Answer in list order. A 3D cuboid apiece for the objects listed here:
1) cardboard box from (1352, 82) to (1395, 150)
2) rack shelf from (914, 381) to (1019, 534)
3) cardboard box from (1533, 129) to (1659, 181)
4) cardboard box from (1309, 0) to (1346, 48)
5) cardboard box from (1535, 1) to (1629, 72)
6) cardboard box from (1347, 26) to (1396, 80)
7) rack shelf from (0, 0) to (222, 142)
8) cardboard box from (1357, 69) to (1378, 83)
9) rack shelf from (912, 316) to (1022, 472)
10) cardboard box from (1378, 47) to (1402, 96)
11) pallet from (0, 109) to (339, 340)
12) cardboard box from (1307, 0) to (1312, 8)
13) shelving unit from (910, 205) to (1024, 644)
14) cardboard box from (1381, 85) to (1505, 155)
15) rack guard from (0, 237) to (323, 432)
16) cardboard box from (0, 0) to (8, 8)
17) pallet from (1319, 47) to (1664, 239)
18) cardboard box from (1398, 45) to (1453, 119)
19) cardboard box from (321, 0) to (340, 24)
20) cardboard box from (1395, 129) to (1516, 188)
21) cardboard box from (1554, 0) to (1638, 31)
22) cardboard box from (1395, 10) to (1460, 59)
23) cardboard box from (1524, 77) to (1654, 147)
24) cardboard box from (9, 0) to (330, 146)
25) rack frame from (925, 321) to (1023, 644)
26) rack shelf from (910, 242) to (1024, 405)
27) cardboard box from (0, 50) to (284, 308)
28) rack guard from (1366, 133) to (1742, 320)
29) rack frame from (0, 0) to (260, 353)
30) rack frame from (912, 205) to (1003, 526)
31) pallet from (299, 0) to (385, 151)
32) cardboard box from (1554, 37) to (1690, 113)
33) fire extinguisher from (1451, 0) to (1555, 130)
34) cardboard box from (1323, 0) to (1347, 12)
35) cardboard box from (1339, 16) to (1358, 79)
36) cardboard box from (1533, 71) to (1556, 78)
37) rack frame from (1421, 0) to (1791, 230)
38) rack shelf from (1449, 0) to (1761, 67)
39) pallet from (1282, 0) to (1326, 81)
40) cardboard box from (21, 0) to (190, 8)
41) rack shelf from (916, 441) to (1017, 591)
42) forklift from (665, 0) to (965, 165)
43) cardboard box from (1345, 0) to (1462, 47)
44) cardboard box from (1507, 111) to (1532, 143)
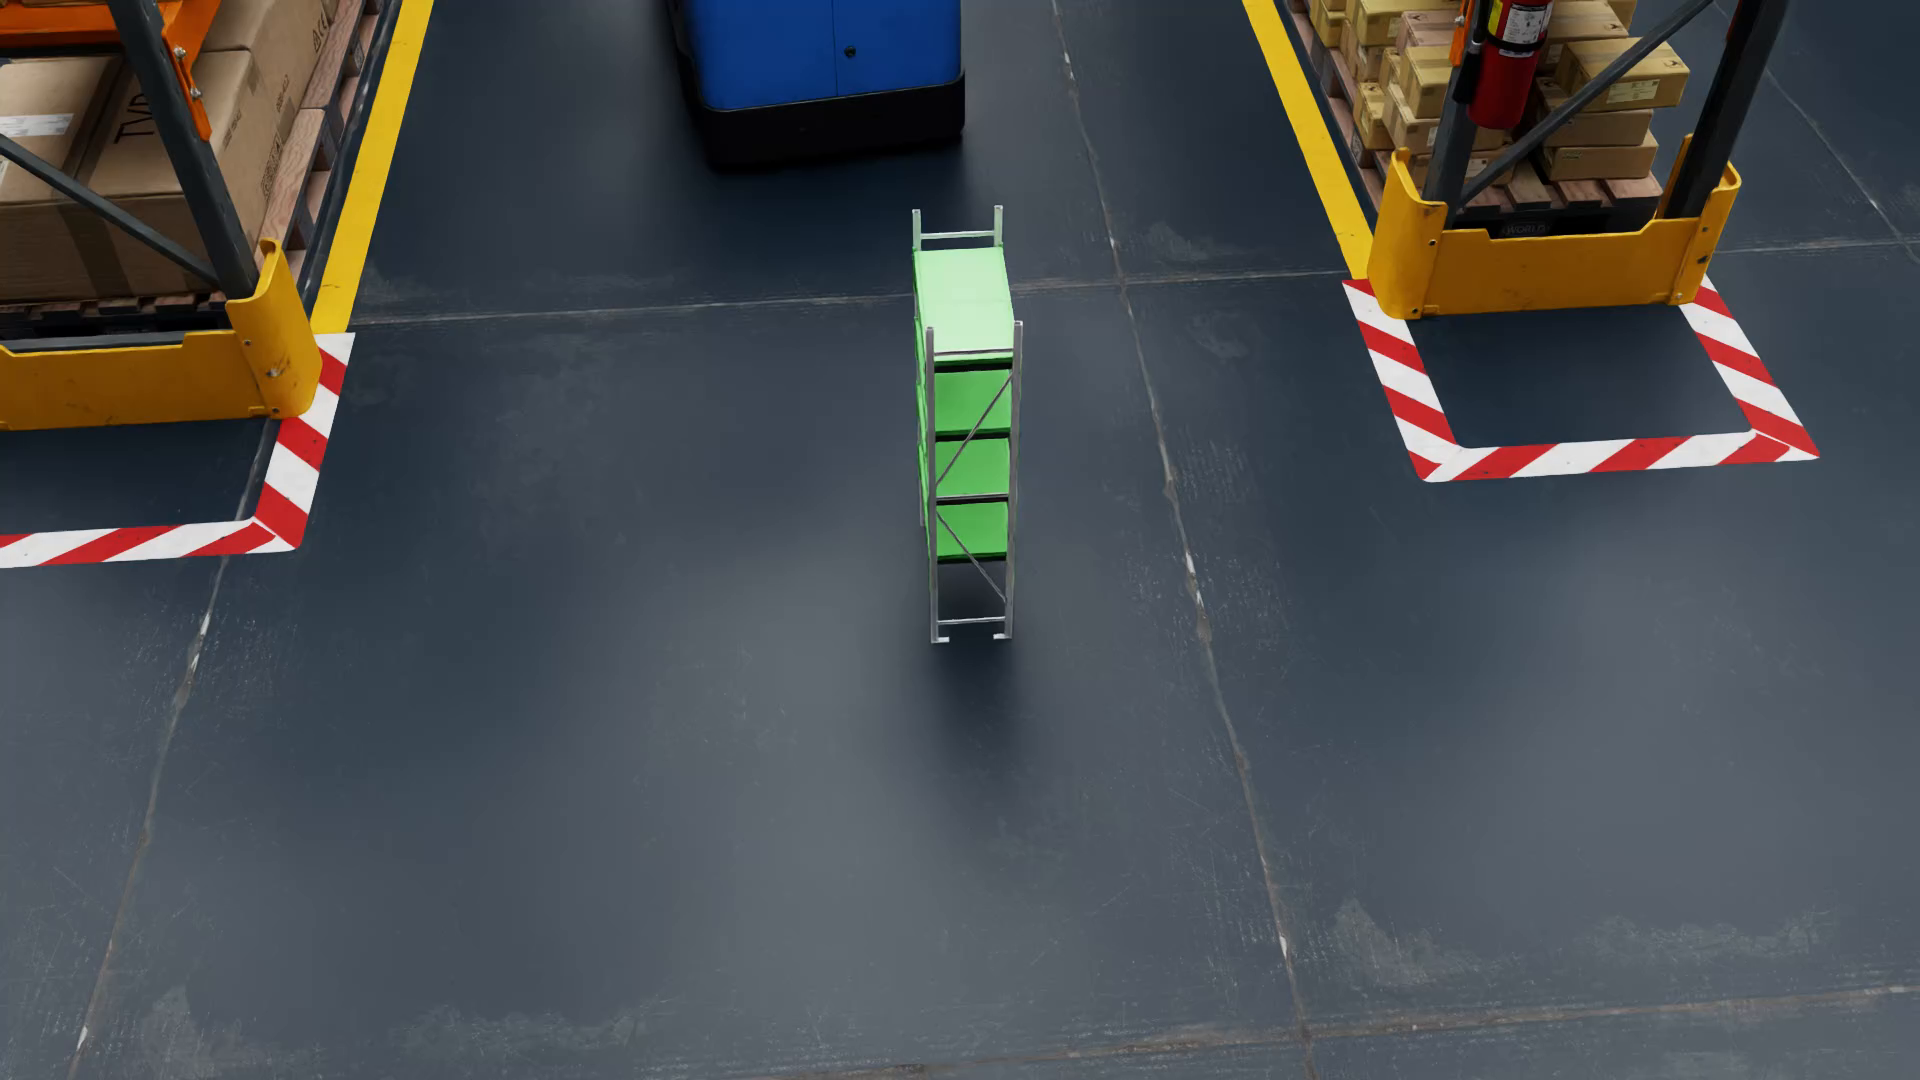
[{"bbox_3d":[1.738,-1.640,6.411,0.380,0.149,0.250,-2,47,-2],"label":"cardboard box"},{"bbox_3d":[0.014,-0.249,4.747,0.258,0.148,0.480,-3,47,-3],"label":"rack shelf"},{"bbox_3d":[2.387,-1.490,6.270,0.380,0.149,0.250,-3,47,-2],"label":"cardboard box"},{"bbox_3d":[1.684,-2.195,6.937,0.380,0.149,0.250,-5,47,-5],"label":"cardboard box"},{"bbox_3d":[2.264,-1.888,6.237,0.380,0.149,0.250,-3,47,-3],"label":"cardboard box"},{"bbox_3d":[1.738,-1.934,6.485,0.380,0.149,0.250,-5,47,-5],"label":"cardboard box"},{"bbox_3d":[-2.980,-2.753,6.287,1.077,0.370,4.000,-3,47,-3],"label":"rack shelf"},{"bbox_3d":[1.801,-1.836,6.597,0.380,0.149,0.250,-4,47,-3],"label":"cardboard box"},{"bbox_3d":[0.014,-0.414,4.573,0.258,0.148,0.480,-3,47,-3],"label":"rack shelf"},{"bbox_3d":[1.815,-1.751,6.312,0.380,0.149,0.250,-4,47,-4],"label":"cardboard box"},{"bbox_3d":[-2.957,-1.168,6.211,1.003,0.211,1.213,-3,47,-3],"label":"pallet"},{"bbox_3d":[1.681,-2.394,7.125,0.380,0.149,0.250,-3,47,-3],"label":"cardboard box"},{"bbox_3d":[0.014,-0.293,4.701,0.258,1.200,0.503,-3,47,-3],"label":"shelving unit"},{"bbox_3d":[1.783,-1.558,6.129,0.380,0.149,0.250,-5,47,-4],"label":"cardboard box"},{"bbox_3d":[-2.810,-0.677,5.546,1.175,0.500,0.348,-3,47,-3],"label":"rack guard"},{"bbox_3d":[-3.116,-1.921,4.934,0.500,0.500,0.500,-3,47,-3],"label":"cardboard box"},{"bbox_3d":[2.073,-1.614,6.633,1.003,0.211,1.213,-3,47,-3],"label":"pallet"},{"bbox_3d":[1.815,-1.664,6.024,0.380,0.149,0.250,-3,47,-3],"label":"cardboard box"},{"bbox_3d":[-3.126,-2.602,7.124,0.875,0.438,0.875,-5,47,-4],"label":"cardboard box"},{"bbox_3d":[1.860,-1.460,6.241,0.380,0.149,0.250,-3,47,-3],"label":"cardboard box"},{"bbox_3d":[2.370,-2.078,6.417,0.380,0.149,0.250,-4,47,-3],"label":"cardboard box"},{"bbox_3d":[1.851,-1.849,6.200,0.380,0.149,0.250,-3,47,-3],"label":"cardboard box"},{"bbox_3d":[2.324,-1.589,6.158,0.380,0.149,0.250,-2,47,-2],"label":"cardboard box"},{"bbox_3d":[-3.052,-1.950,6.506,0.875,0.438,0.875,-2,47,-2],"label":"cardboard box"},{"bbox_3d":[0.034,-0.116,4.534,0.240,1.200,0.015,-3,47,-3],"label":"rack frame"},{"bbox_3d":[0.014,-0.579,4.399,0.258,0.148,0.480,-3,47,-3],"label":"rack shelf"},{"bbox_3d":[-2.967,-1.288,5.880,0.875,0.438,0.875,-5,47,-5],"label":"cardboard box"},{"bbox_3d":[2.106,-1.123,5.969,1.175,0.500,0.348,-3,47,-3],"label":"rack guard"},{"bbox_3d":[-2.812,-1.553,4.655,1.000,3.000,0.127,-3,47,-3],"label":"rack frame"},{"bbox_3d":[-0.007,-0.469,4.868,0.240,1.200,0.015,-3,47,-3],"label":"rack frame"},{"bbox_3d":[-3.056,-2.049,7.045,1.003,0.211,1.213,-3,47,-3],"label":"pallet"},{"bbox_3d":[2.407,-1.696,6.055,0.380,0.149,0.250,-5,47,-5],"label":"cardboard box"},{"bbox_3d":[1.673,-1.562,4.974,0.296,0.674,0.183,-3,47,-3],"label":"fire extinguisher"},{"bbox_3d":[1.682,-2.308,6.839,0.380,0.149,0.250,-3,47,-3],"label":"cardboard box"},{"bbox_3d":[1.768,-2.014,6.766,0.380,0.149,0.250,-3,47,-3],"label":"cardboard box"},{"bbox_3d":[2.357,-1.790,6.349,0.380,0.149,0.250,-4,47,-3],"label":"cardboard box"},{"bbox_3d":[2.112,-1.927,5.010,1.000,3.000,0.127,-3,47,-3],"label":"rack frame"},{"bbox_3d":[1.945,-3.127,6.641,1.077,0.370,4.000,-3,47,-3],"label":"rack shelf"},{"bbox_3d":[1.974,-2.494,7.467,1.003,0.211,1.213,-3,47,-3],"label":"pallet"},{"bbox_3d":[-2.566,-1.953,4.964,0.500,0.500,0.500,-4,47,-4],"label":"cardboard box"},{"bbox_3d":[0.014,-0.084,4.922,0.258,0.148,0.480,-3,47,-3],"label":"rack shelf"},{"bbox_3d":[-0.809,-3.577,6.619,1.130,2.935,3.031,-9,47,-9],"label":"forklift"},{"bbox_3d":[1.703,-2.029,6.370,0.380,0.149,0.250,-4,47,-4],"label":"cardboard box"},{"bbox_3d":[2.284,-1.674,6.444,0.380,0.149,0.250,-4,47,-3],"label":"cardboard box"}]
